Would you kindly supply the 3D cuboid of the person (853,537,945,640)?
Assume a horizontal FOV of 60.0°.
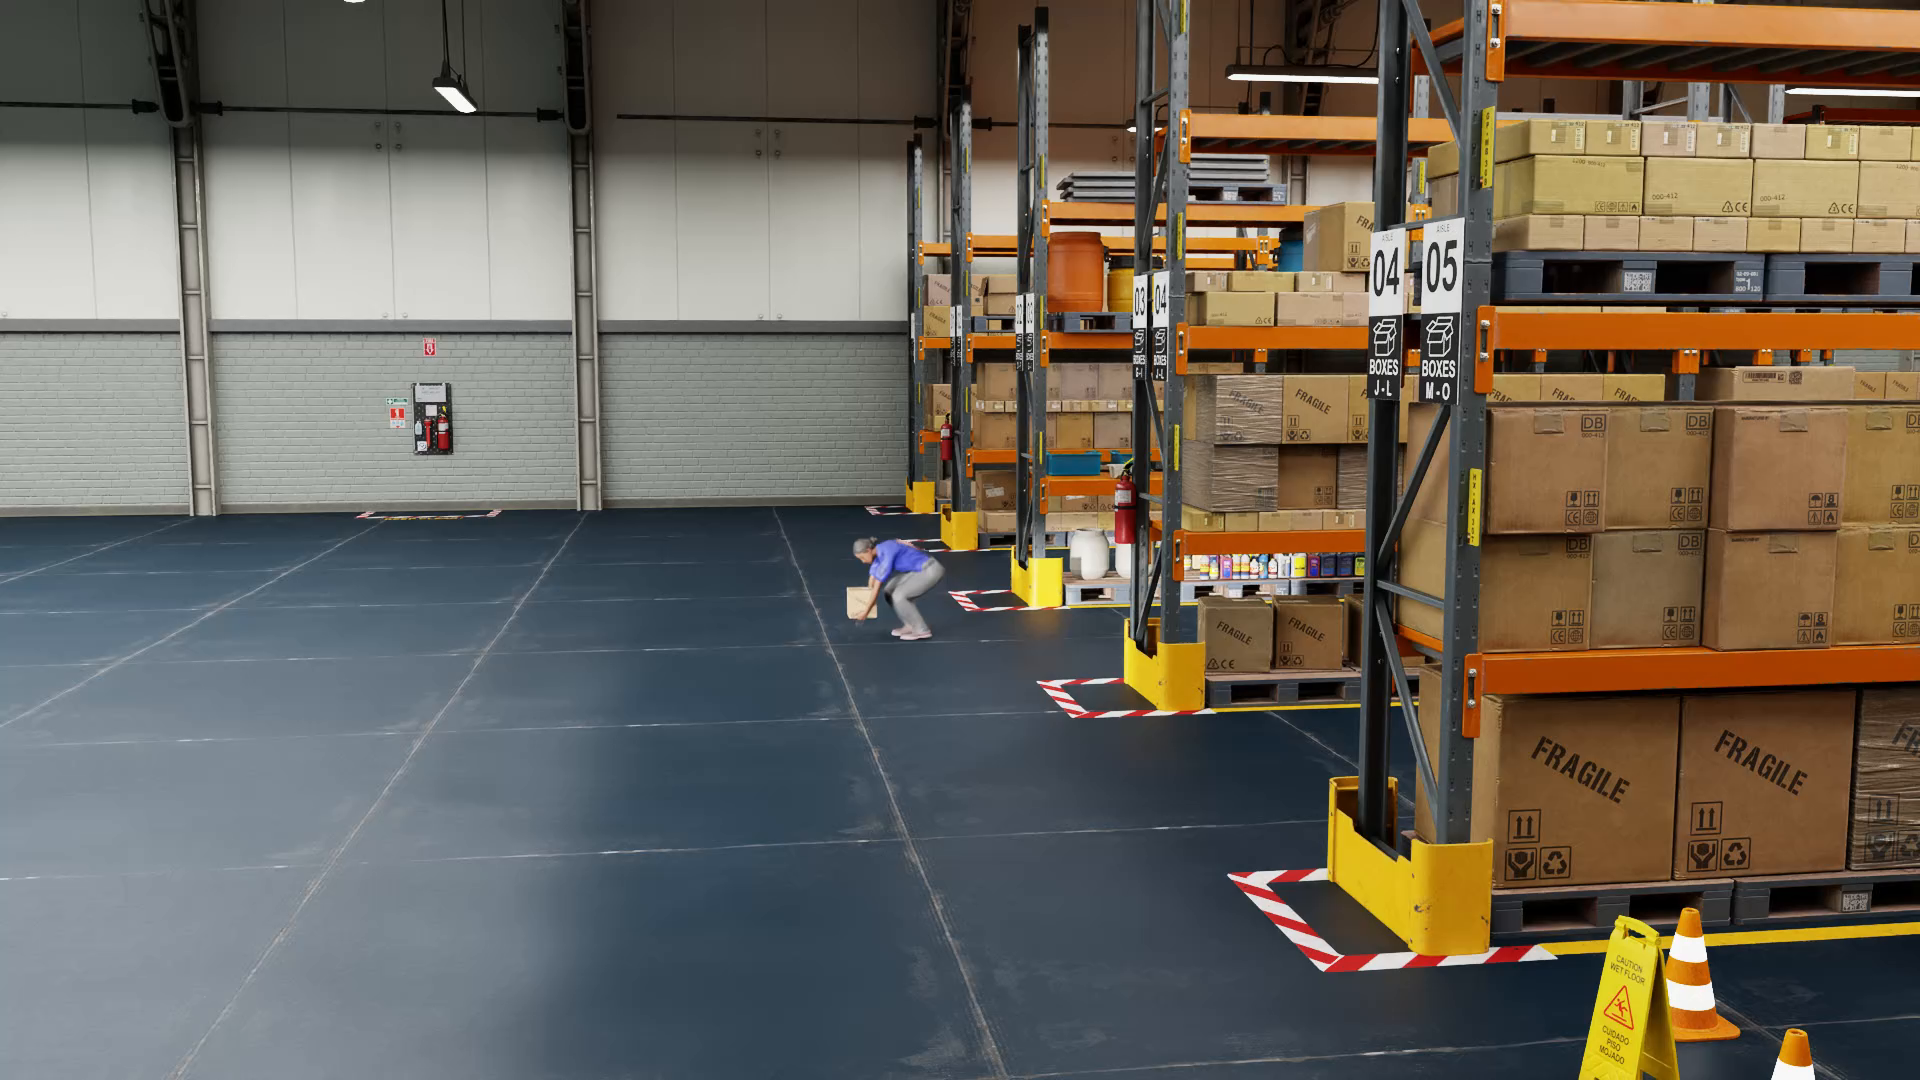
[{"bbox_3d":[-0.566,0.433,15.258,0.857,0.943,0.464,-1,7,-11],"label":"person"}]
